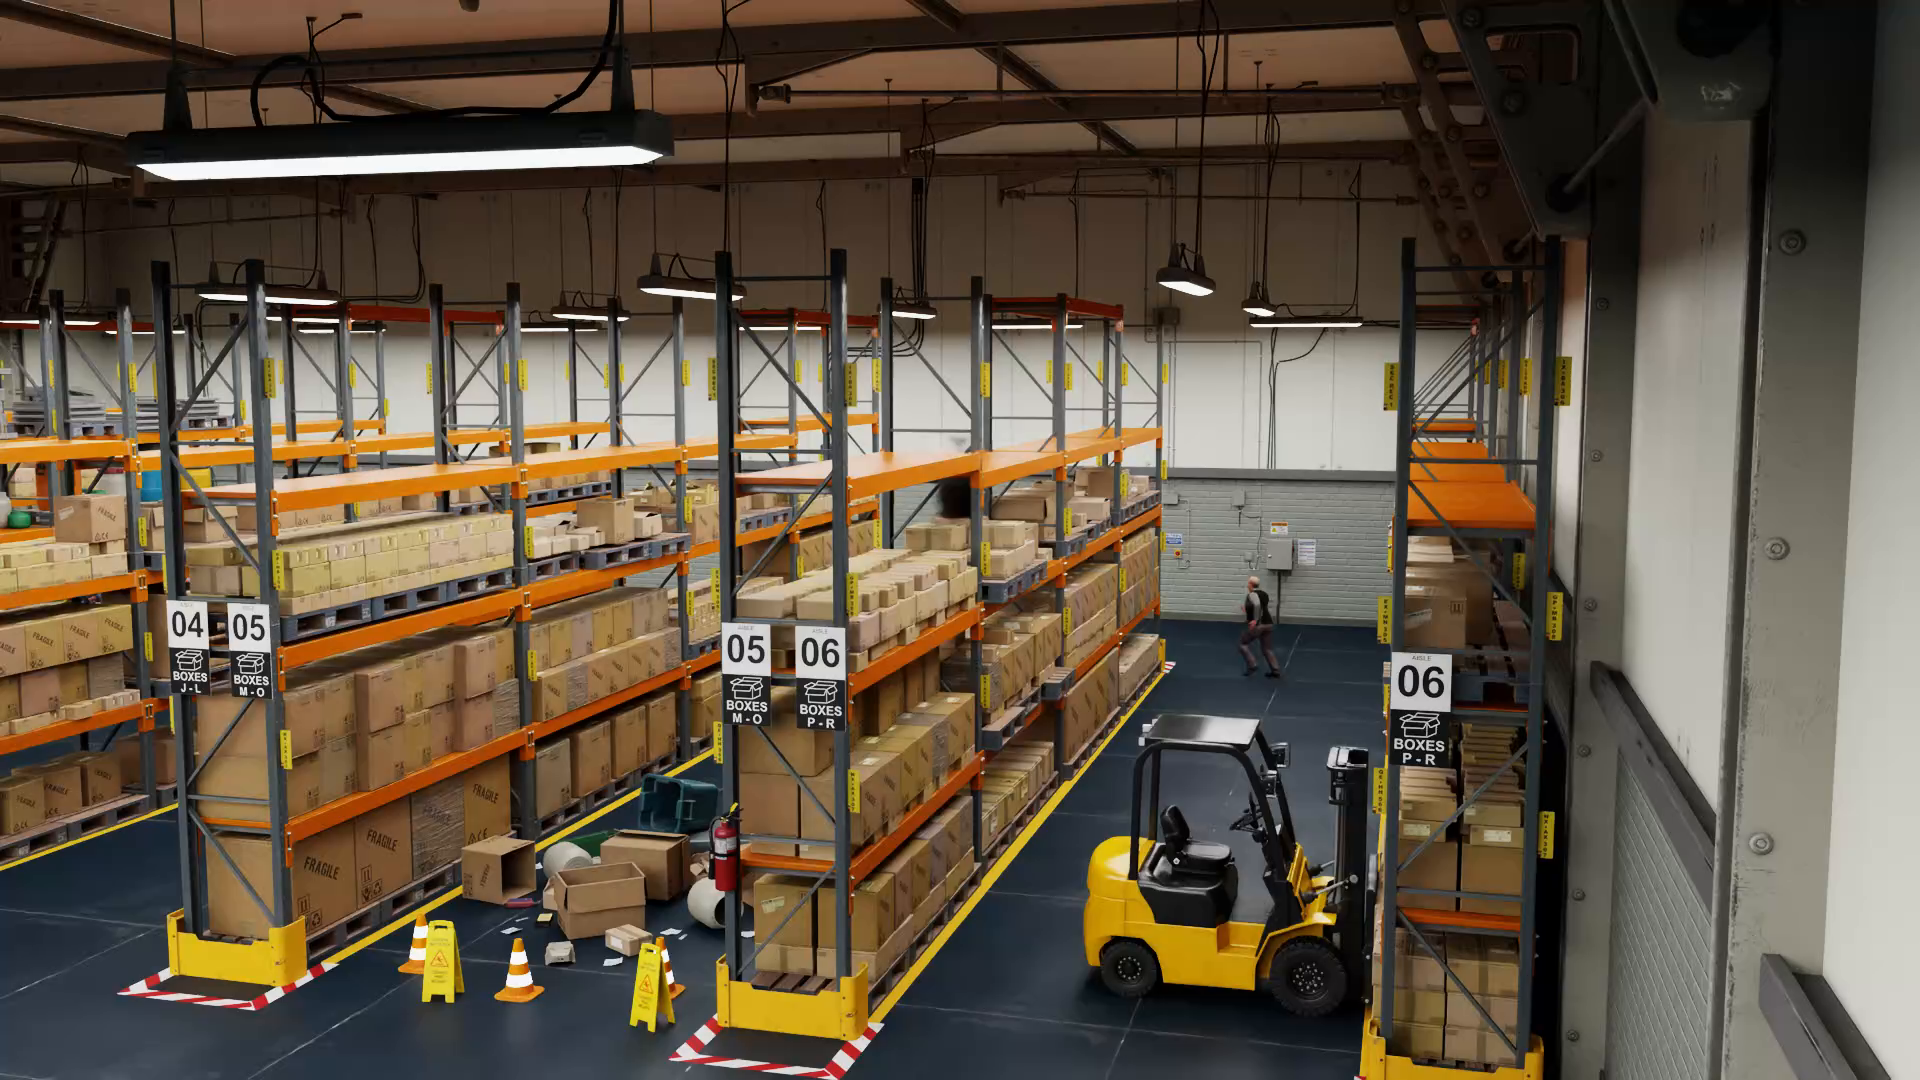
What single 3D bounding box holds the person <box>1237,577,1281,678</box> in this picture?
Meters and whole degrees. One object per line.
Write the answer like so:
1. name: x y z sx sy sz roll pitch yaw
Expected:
1. person: 4.922 1.439 27.390 0.573 1.647 0.915 -5 8 -38
